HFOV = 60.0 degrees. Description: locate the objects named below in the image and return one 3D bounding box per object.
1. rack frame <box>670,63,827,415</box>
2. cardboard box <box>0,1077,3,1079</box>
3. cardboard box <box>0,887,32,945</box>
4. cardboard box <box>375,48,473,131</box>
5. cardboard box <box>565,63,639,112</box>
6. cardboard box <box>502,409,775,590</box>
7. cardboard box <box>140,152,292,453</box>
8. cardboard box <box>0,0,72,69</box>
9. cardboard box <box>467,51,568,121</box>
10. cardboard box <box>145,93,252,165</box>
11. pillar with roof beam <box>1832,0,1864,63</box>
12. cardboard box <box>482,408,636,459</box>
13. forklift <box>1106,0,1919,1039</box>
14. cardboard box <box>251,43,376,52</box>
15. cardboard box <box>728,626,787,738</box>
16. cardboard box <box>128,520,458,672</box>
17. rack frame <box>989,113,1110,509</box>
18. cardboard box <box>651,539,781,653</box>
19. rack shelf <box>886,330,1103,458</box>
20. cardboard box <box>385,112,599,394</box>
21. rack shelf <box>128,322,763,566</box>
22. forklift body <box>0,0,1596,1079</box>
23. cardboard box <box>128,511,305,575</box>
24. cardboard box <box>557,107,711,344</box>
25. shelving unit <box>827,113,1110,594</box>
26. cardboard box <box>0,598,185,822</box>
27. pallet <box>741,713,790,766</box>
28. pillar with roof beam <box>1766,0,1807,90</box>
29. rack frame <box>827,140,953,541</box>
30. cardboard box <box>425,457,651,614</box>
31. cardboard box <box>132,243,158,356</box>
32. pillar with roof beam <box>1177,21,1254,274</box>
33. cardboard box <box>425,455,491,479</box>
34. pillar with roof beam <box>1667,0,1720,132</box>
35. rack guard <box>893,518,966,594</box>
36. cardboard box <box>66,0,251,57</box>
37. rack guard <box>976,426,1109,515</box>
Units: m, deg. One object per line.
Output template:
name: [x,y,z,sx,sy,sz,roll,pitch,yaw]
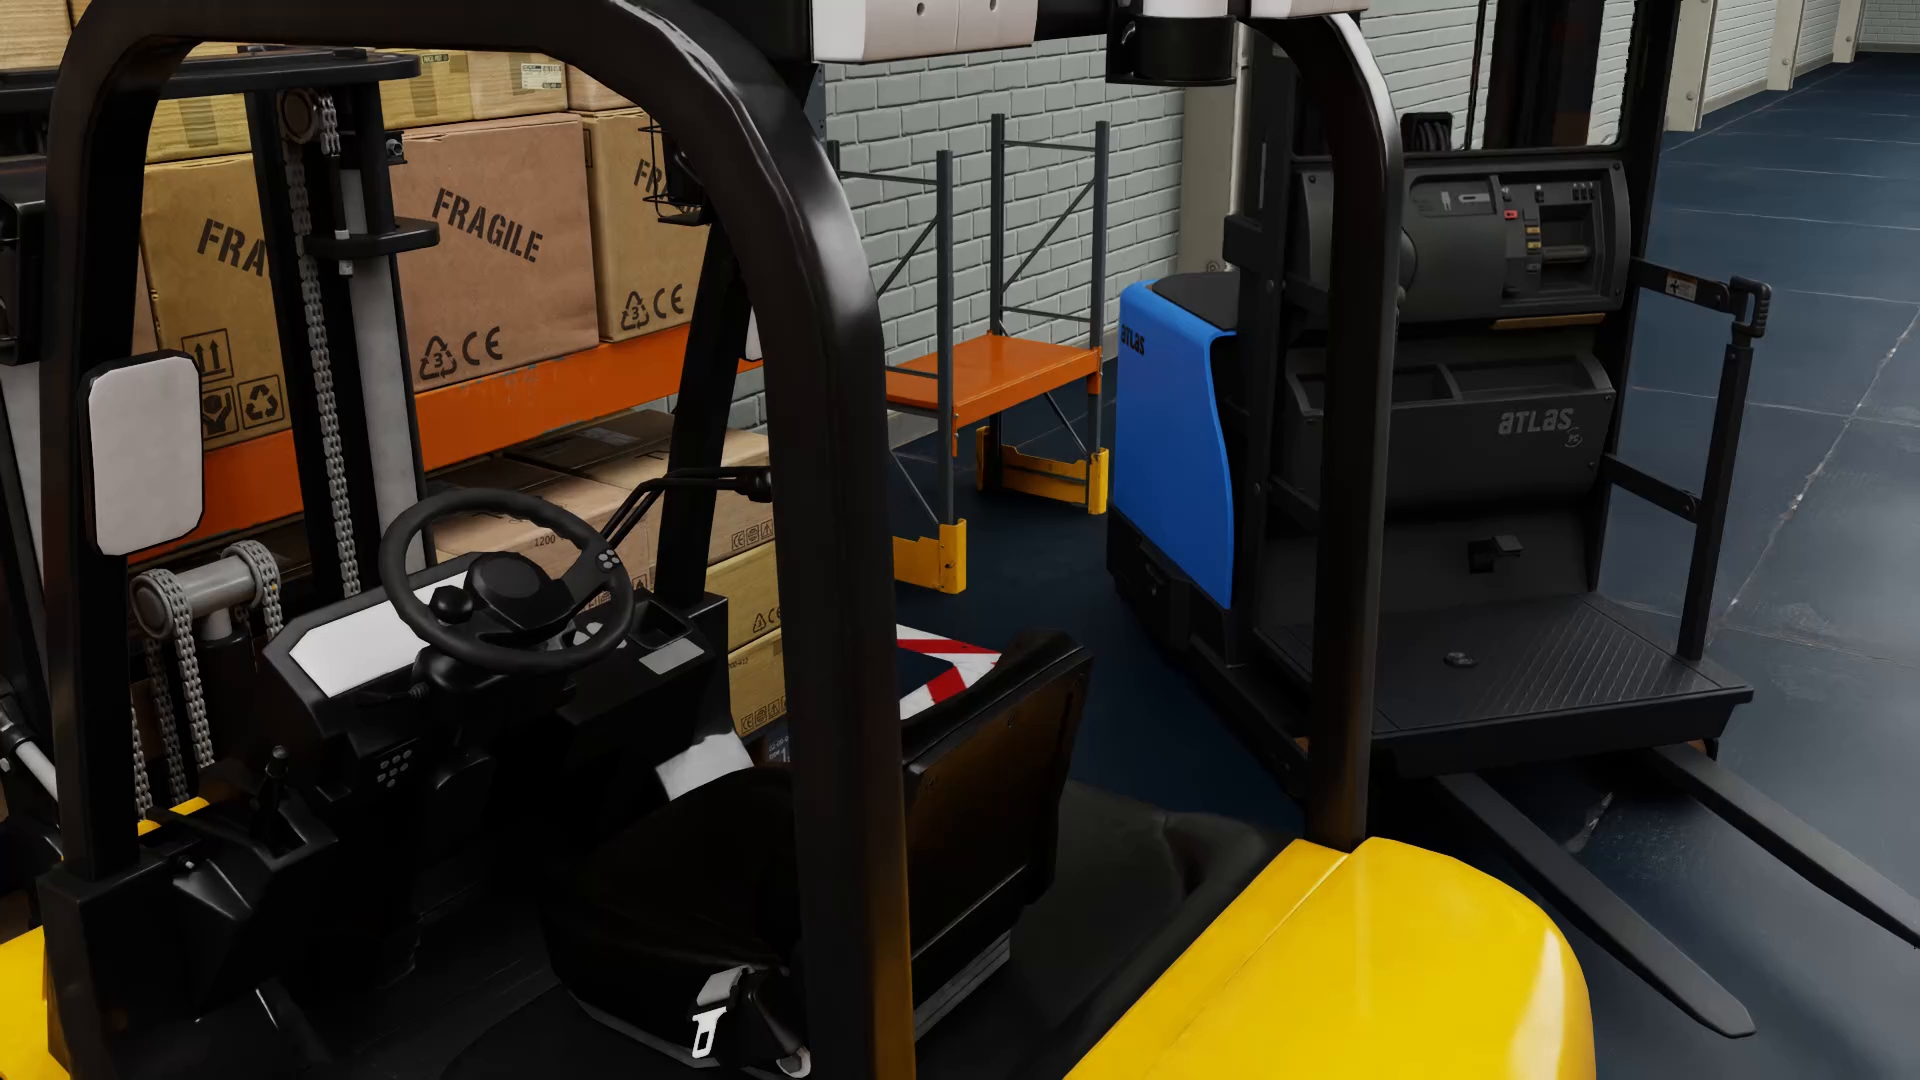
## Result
rack frame: [-0.781,-0.933,4.464,1.000,3.000,0.127,13,24,32]
cardboard box: [-1.935,0.934,2.774,0.500,0.250,0.500,14,24,33]
cardboard box: [-1.644,0.563,3.058,0.500,0.250,0.500,13,24,32]
cardboard box: [-1.208,-0.919,3.348,0.380,0.149,0.250,13,24,31]
cardboard box: [-0.863,-1.051,3.703,0.380,0.149,0.250,14,24,33]
cardboard box: [-0.781,-0.116,4.173,0.500,0.250,0.500,14,25,34]
cardboard box: [-1.427,-0.493,3.131,0.500,0.500,0.500,13,24,31]
cardboard box: [-1.665,-0.838,2.700,0.380,0.149,0.250,14,24,33]
cardboard box: [-1.059,-0.988,3.534,0.380,0.149,0.250,14,24,33]
cardboard box: [-1.445,-0.757,2.909,0.380,0.149,0.250,13,24,32]
pillar with roof beam: [18.507,-11.491,24.358,9.100,9.000,0.400,13,24,32]
cardboard box: [-1.207,-0.208,4.421,0.500,0.250,0.500,13,24,31]
forklift: [1.378,-0.773,4.131,1.130,2.935,3.031,-5,21,-14]
cardboard box: [-1.301,-0.969,3.054,0.380,0.149,0.250,14,24,33]
cardboard box: [-0.783,0.356,4.337,0.500,0.250,0.500,13,24,32]
cardboard box: [-1.339,0.178,3.377,0.500,0.250,0.500,14,24,32]
rack frame: [0.334,-0.874,6.465,0.500,1.500,0.032,13,24,32]
cardboard box: [-0.796,0.126,4.239,0.500,0.250,0.500,13,24,31]
rack shelf: [0.048,-0.559,6.133,0.538,0.185,1.000,13,24,32]
cardboard box: [-1.139,-0.640,3.528,0.500,0.500,0.500,14,25,33]
rack shelf: [-1.905,-0.022,3.037,1.077,0.370,4.000,13,24,32]
forklift body: [-0.338,0.365,2.178,2.313,2.155,1.214,13,24,32]
cardboard box: [-1.775,0.077,3.649,0.500,0.250,0.500,13,24,31]
cardboard box: [-0.840,-0.787,3.926,0.500,0.500,0.500,13,24,31]
shelving unit: [0.043,-0.725,6.064,0.587,1.500,1.083,13,24,32]
cardboard box: [-1.630,0.322,2.988,0.500,0.250,0.500,13,24,31]
pallet: [-1.176,0.602,4.332,1.003,0.211,1.213,13,24,32]
pillar with roof beam: [15.135,-9.769,19.704,9.100,9.000,0.400,13,24,32]
rack frame: [-0.238,-0.582,5.677,0.500,1.500,0.032,13,24,32]
cardboard box: [-1.064,0.031,3.773,0.500,0.250,0.500,14,24,33]
cardboard box: [-1.701,-0.347,2.735,0.500,0.500,0.500,13,24,32]
pillar with roof beam: [5.016,-4.605,5.742,9.100,9.000,0.400,13,24,32]
cardboard box: [-1.485,-0.064,4.032,0.500,0.250,0.500,13,24,32]
pillar with roof beam: [11.762,-8.048,15.050,9.100,9.000,0.400,13,24,32]
rack guard: [-0.237,0.004,5.894,0.587,0.250,0.087,13,24,32]
cardboard box: [-1.442,-0.894,2.850,0.380,0.149,0.250,14,24,33]
rack guard: [0.323,-0.282,6.667,0.587,0.250,0.087,13,24,32]
